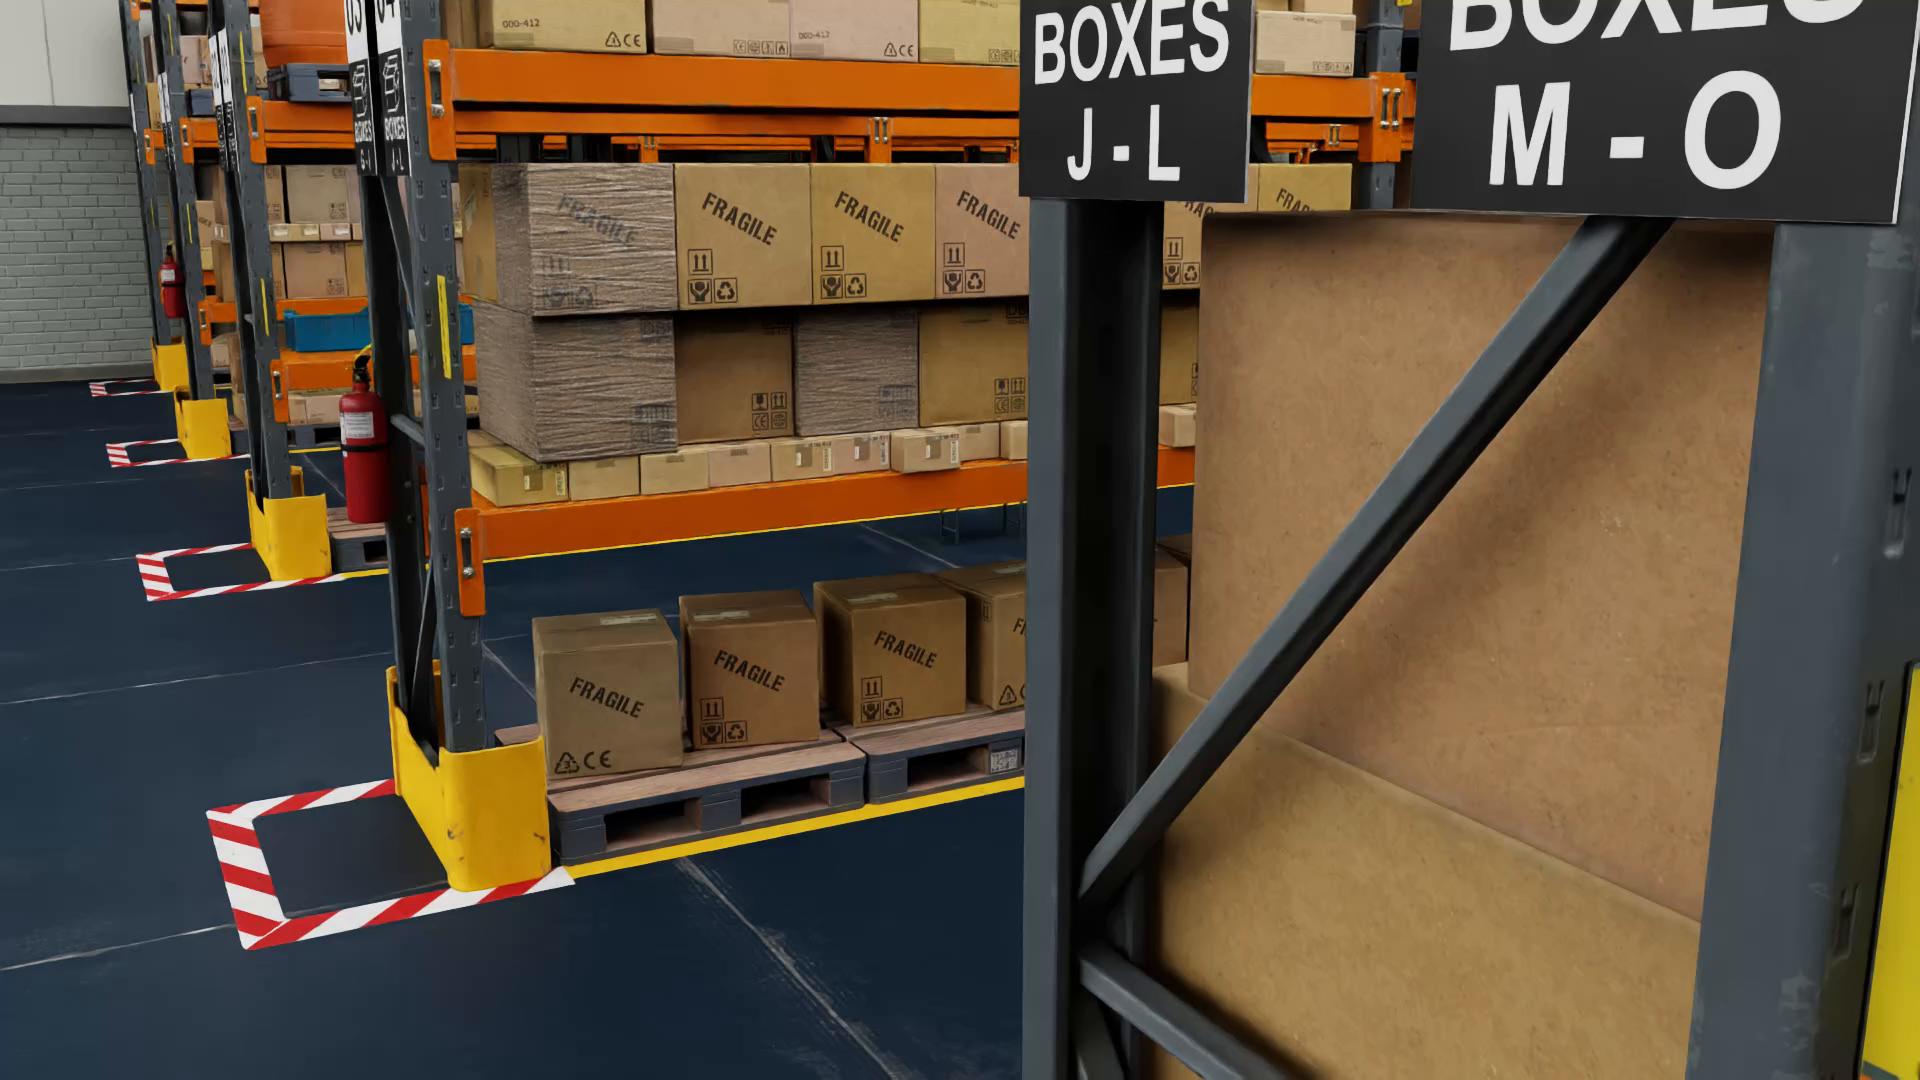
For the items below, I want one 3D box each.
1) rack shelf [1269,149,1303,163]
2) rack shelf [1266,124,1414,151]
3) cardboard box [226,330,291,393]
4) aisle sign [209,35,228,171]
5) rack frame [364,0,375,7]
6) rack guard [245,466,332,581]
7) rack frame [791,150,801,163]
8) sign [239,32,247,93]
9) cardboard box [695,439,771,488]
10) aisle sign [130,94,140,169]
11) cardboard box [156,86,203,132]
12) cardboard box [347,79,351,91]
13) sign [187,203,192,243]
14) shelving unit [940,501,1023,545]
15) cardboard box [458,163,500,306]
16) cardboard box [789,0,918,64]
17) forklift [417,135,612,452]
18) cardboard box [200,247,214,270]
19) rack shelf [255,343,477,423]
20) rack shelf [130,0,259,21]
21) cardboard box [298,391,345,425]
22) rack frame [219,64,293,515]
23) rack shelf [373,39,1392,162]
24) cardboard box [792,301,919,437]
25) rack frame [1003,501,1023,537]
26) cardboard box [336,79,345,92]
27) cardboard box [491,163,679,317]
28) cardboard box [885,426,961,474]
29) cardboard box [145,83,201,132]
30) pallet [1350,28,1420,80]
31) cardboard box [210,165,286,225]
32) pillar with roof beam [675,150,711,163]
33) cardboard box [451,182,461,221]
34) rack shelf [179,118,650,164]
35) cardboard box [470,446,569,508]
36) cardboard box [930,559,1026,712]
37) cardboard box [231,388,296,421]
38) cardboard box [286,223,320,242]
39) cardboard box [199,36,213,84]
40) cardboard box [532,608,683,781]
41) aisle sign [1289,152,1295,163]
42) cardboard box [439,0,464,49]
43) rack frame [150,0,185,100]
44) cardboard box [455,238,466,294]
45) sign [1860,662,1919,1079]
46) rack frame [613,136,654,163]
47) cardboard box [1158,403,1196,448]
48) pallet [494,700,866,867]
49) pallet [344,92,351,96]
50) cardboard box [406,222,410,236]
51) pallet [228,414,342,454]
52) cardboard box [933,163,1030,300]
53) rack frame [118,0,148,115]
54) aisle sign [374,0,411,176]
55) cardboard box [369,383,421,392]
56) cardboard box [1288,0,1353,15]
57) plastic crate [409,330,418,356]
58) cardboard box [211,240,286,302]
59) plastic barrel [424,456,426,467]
[{"bbox_3d":[3.246,-5.818,24.935,4.000,0.370,1.077,-7,14,-28],"label":"rack shelf"},{"bbox_3d":[4.482,-3.488,14.582,4.000,0.370,1.077,-7,14,-28],"label":"rack shelf"},{"bbox_3d":[-6.337,-1.621,15.080,0.500,0.500,0.500,-7,14,-28],"label":"cardboard box"},{"bbox_3d":[-4.501,-2.641,10.093,0.004,0.787,0.394,-7,14,-28],"label":"aisle sign"},{"bbox_3d":[-1.922,-3.296,5.258,0.127,3.000,1.000,-7,14,-28],"label":"rack frame"},{"bbox_3d":[-4.251,-0.121,10.508,0.348,0.500,1.175,-7,14,-28],"label":"rack guard"},{"bbox_3d":[-2.020,-4.074,22.381,0.127,3.000,1.000,-7,14,-28],"label":"rack frame"},{"bbox_3d":[-4.035,-2.685,9.354,0.005,0.325,0.100,-7,14,-28],"label":"sign"},{"bbox_3d":[-0.893,-0.307,6.212,0.250,0.149,0.380,-7,14,-28],"label":"cardboard box"},{"bbox_3d":[-8.962,-4.436,18.065,0.004,0.787,0.394,-7,14,-28],"label":"aisle sign"},{"bbox_3d":[-8.797,-4.847,18.711,0.500,0.500,0.500,-6,14,-24],"label":"cardboard box"},{"bbox_3d":[-5.077,-4.186,14.542,0.500,0.500,0.500,-7,14,-28],"label":"cardboard box"},{"bbox_3d":[-6.405,-2.632,13.819,0.005,0.325,0.100,-7,14,-28],"label":"sign"},{"bbox_3d":[0.145,-0.603,11.055,0.503,1.200,0.258,-7,14,-28],"label":"shelving unit"},{"bbox_3d":[-1.558,-1.156,6.232,0.500,0.500,0.500,-7,14,-28],"label":"cardboard box"},{"bbox_3d":[-0.489,-1.867,6.082,0.500,0.250,0.500,-7,14,-28],"label":"cardboard box"},{"bbox_3d":[-3.486,-1.938,13.046,3.031,2.935,1.130,8,15,33],"label":"forklift"},{"bbox_3d":[-8.462,-3.159,18.612,0.500,0.250,0.500,-7,15,-29],"label":"cardboard box"},{"bbox_3d":[-2.540,-1.183,11.172,4.000,0.370,1.077,-7,14,-28],"label":"rack shelf"},{"bbox_3d":[-7.287,-6.017,18.997,4.000,0.370,1.077,-7,14,-28],"label":"rack shelf"},{"bbox_3d":[-5.651,-1.209,14.954,0.500,0.250,0.500,-7,14,-28],"label":"cardboard box"},{"bbox_3d":[-4.295,-1.323,10.158,0.127,3.000,1.000,-7,14,-28],"label":"rack frame"},{"bbox_3d":[-0.167,-1.692,6.601,4.000,0.370,1.077,-7,14,-28],"label":"rack shelf"},{"bbox_3d":[-0.585,-0.735,6.640,0.500,0.500,0.875,-7,14,-28],"label":"cardboard box"},{"bbox_3d":[0.359,-0.628,11.169,0.015,1.200,0.240,-7,14,-28],"label":"rack frame"},{"bbox_3d":[-5.781,-4.114,14.791,0.500,0.250,0.500,-7,14,-28],"label":"cardboard box"},{"bbox_3d":[-1.309,-1.056,5.787,0.500,0.500,0.500,-7,14,-28],"label":"cardboard box"},{"bbox_3d":[-0.195,-0.369,6.491,0.250,0.149,0.380,-7,14,-28],"label":"cardboard box"},{"bbox_3d":[-8.629,-4.742,18.241,0.500,0.500,0.500,-6,14,-26],"label":"cardboard box"},{"bbox_3d":[2.182,-2.206,7.675,1.003,0.211,1.213,-7,14,-28],"label":"pallet"},{"bbox_3d":[-6.203,-3.012,14.480,0.500,0.500,0.700,-7,14,-28],"label":"cardboard box"},{"bbox_3d":[-1.513,-6.201,18.169,0.400,9.000,9.100,-7,14,-28],"label":"pillar with roof beam"},{"bbox_3d":[-4.862,-3.175,15.201,0.500,0.500,0.700,-7,14,-28],"label":"cardboard box"},{"bbox_3d":[-4.910,-3.601,15.086,4.000,0.370,1.077,-7,14,-28],"label":"rack shelf"},{"bbox_3d":[-1.558,-0.230,5.873,0.250,0.149,0.380,-7,14,-28],"label":"cardboard box"},{"bbox_3d":[0.212,0.401,7.230,0.500,0.500,0.500,-8,15,-33],"label":"cardboard box"},{"bbox_3d":[-6.336,-1.255,15.161,0.500,0.250,0.500,-7,14,-28],"label":"cardboard box"},{"bbox_3d":[-5.768,-2.698,14.559,0.250,0.149,0.380,-7,14,-28],"label":"cardboard box"},{"bbox_3d":[-8.123,-5.279,18.352,0.500,0.500,0.500,-7,14,-29],"label":"cardboard box"},{"bbox_3d":[-1.366,0.583,6.422,0.500,0.500,0.500,-4,13,-17],"label":"cardboard box"},{"bbox_3d":[5.209,-6.134,25.612,0.004,0.787,0.394,-7,14,-28],"label":"aisle sign"},{"bbox_3d":[-1.621,-1.859,6.046,0.500,0.250,0.500,-6,14,-27],"label":"cardboard box"},{"bbox_3d":[-6.665,-5.205,13.742,0.127,3.000,1.000,-7,14,-28],"label":"rack frame"},{"bbox_3d":[-4.892,-2.537,15.323,0.500,0.500,0.700,-6,14,-26],"label":"cardboard box"},{"bbox_3d":[0.627,0.244,1.040,0.005,0.325,0.100,-7,14,-28],"label":"sign"},{"bbox_3d":[-3.154,-2.699,16.271,0.127,3.000,1.000,-7,14,-28],"label":"rack frame"},{"bbox_3d":[0.903,-0.501,7.075,0.250,0.149,0.380,-7,14,-28],"label":"cardboard box"},{"bbox_3d":[-1.125,0.905,6.608,1.213,0.211,1.003,-7,14,-28],"label":"pallet"},{"bbox_3d":[-4.960,-3.897,14.964,1.213,0.211,1.003,-7,14,-28],"label":"pallet"},{"bbox_3d":[-5.088,-2.779,14.922,0.250,0.149,0.380,-7,14,-29],"label":"cardboard box"},{"bbox_3d":[-6.014,-1.007,15.101,1.213,0.211,1.003,-7,14,-28],"label":"pallet"},{"bbox_3d":[0.008,-1.214,6.488,0.500,0.500,0.500,-7,14,-28],"label":"cardboard box"},{"bbox_3d":[-9.042,-6.159,17.983,0.127,3.000,1.000,-7,14,-28],"label":"rack frame"},{"bbox_3d":[-1.833,-1.573,5.345,0.004,0.787,0.394,-7,14,-28],"label":"aisle sign"},{"bbox_3d":[-5.217,-1.629,15.115,0.500,0.500,0.500,-7,14,-28],"label":"cardboard box"},{"bbox_3d":[1.442,-2.285,7.030,0.250,0.149,0.380,-6,14,-26],"label":"cardboard box"},{"bbox_3d":[-3.356,-1.227,10.329,0.250,0.136,0.298,-7,14,-28],"label":"plastic crate"},{"bbox_3d":[-6.249,-2.374,14.597,0.500,0.500,0.700,-7,14,-28],"label":"cardboard box"},{"bbox_3d":[-3.314,-0.451,10.992,0.421,0.512,0.421,0,13,0],"label":"plastic barrel"}]
